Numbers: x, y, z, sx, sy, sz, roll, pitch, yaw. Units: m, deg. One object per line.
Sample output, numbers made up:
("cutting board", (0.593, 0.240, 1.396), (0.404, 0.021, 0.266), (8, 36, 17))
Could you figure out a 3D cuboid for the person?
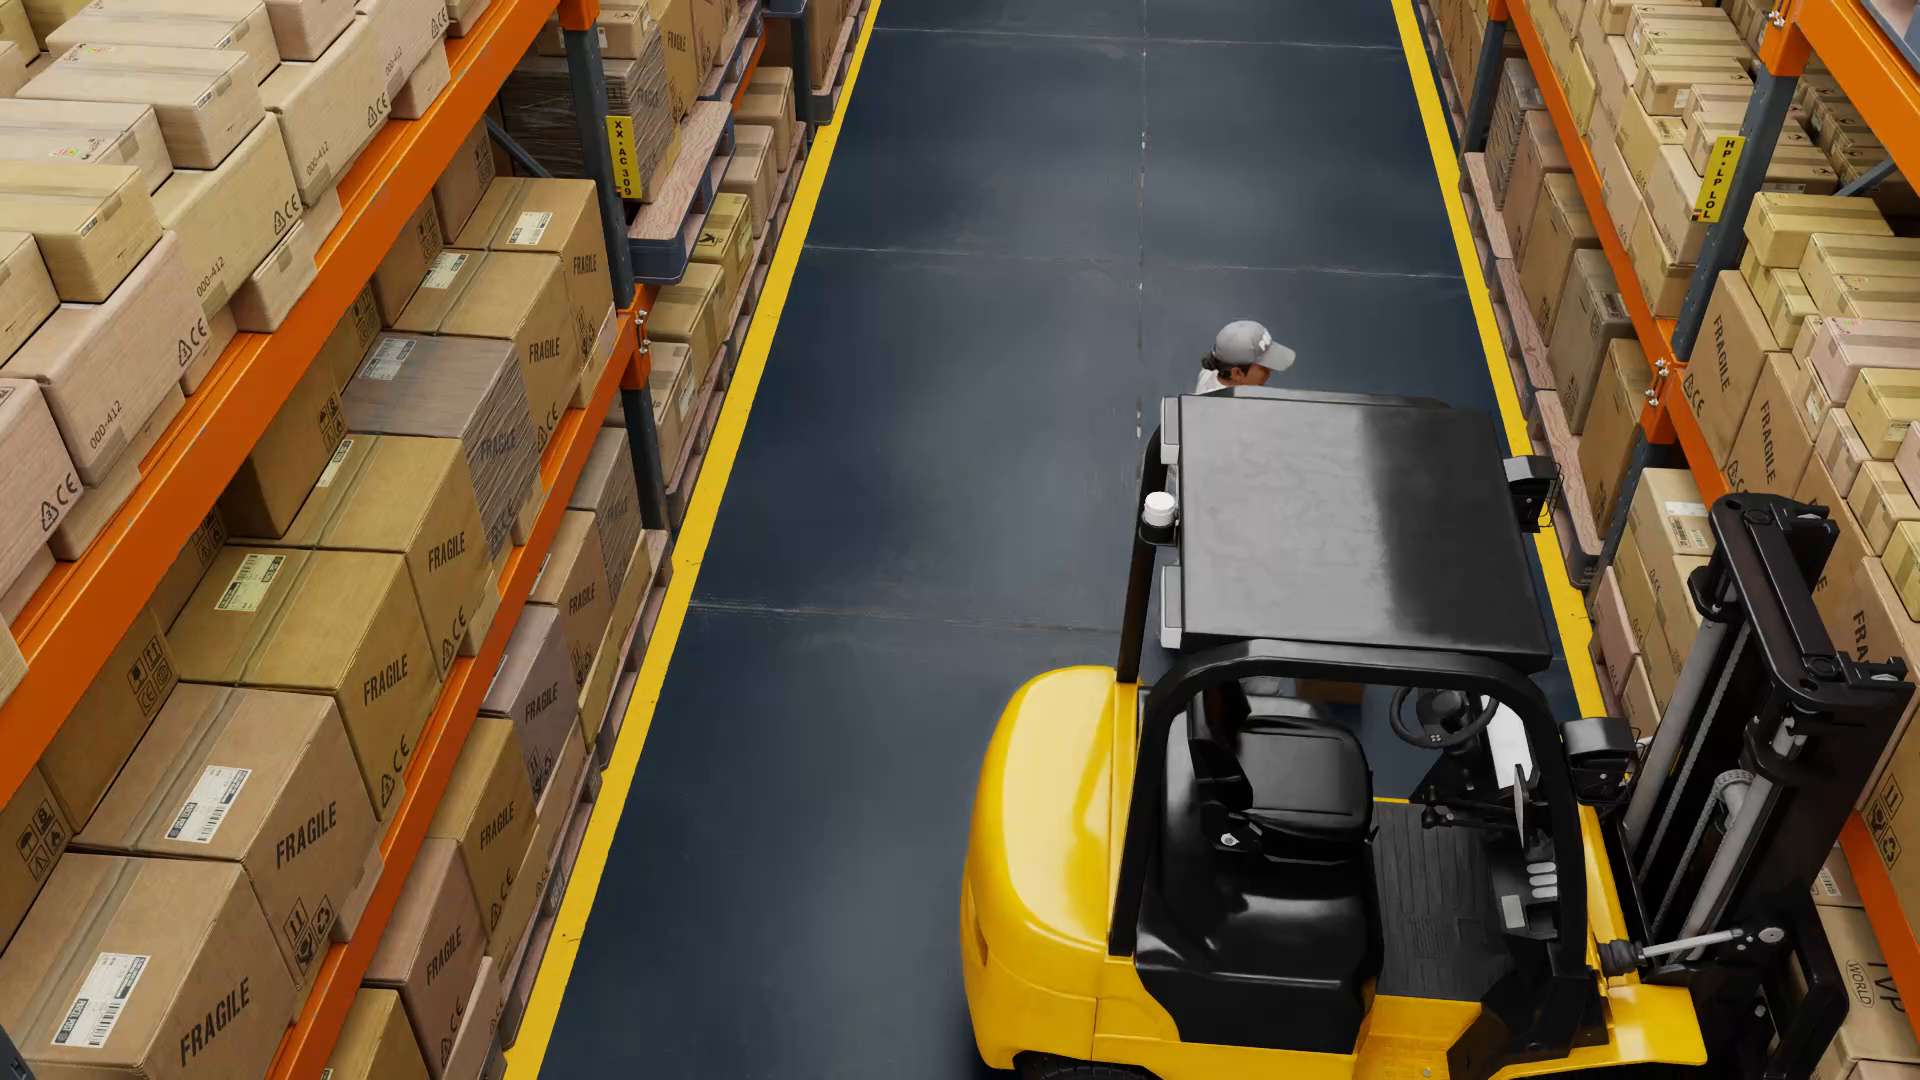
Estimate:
("person", (1.057, -0.104, 6.254), (0.468, 1.671, 0.523), (0, 40, 0))
